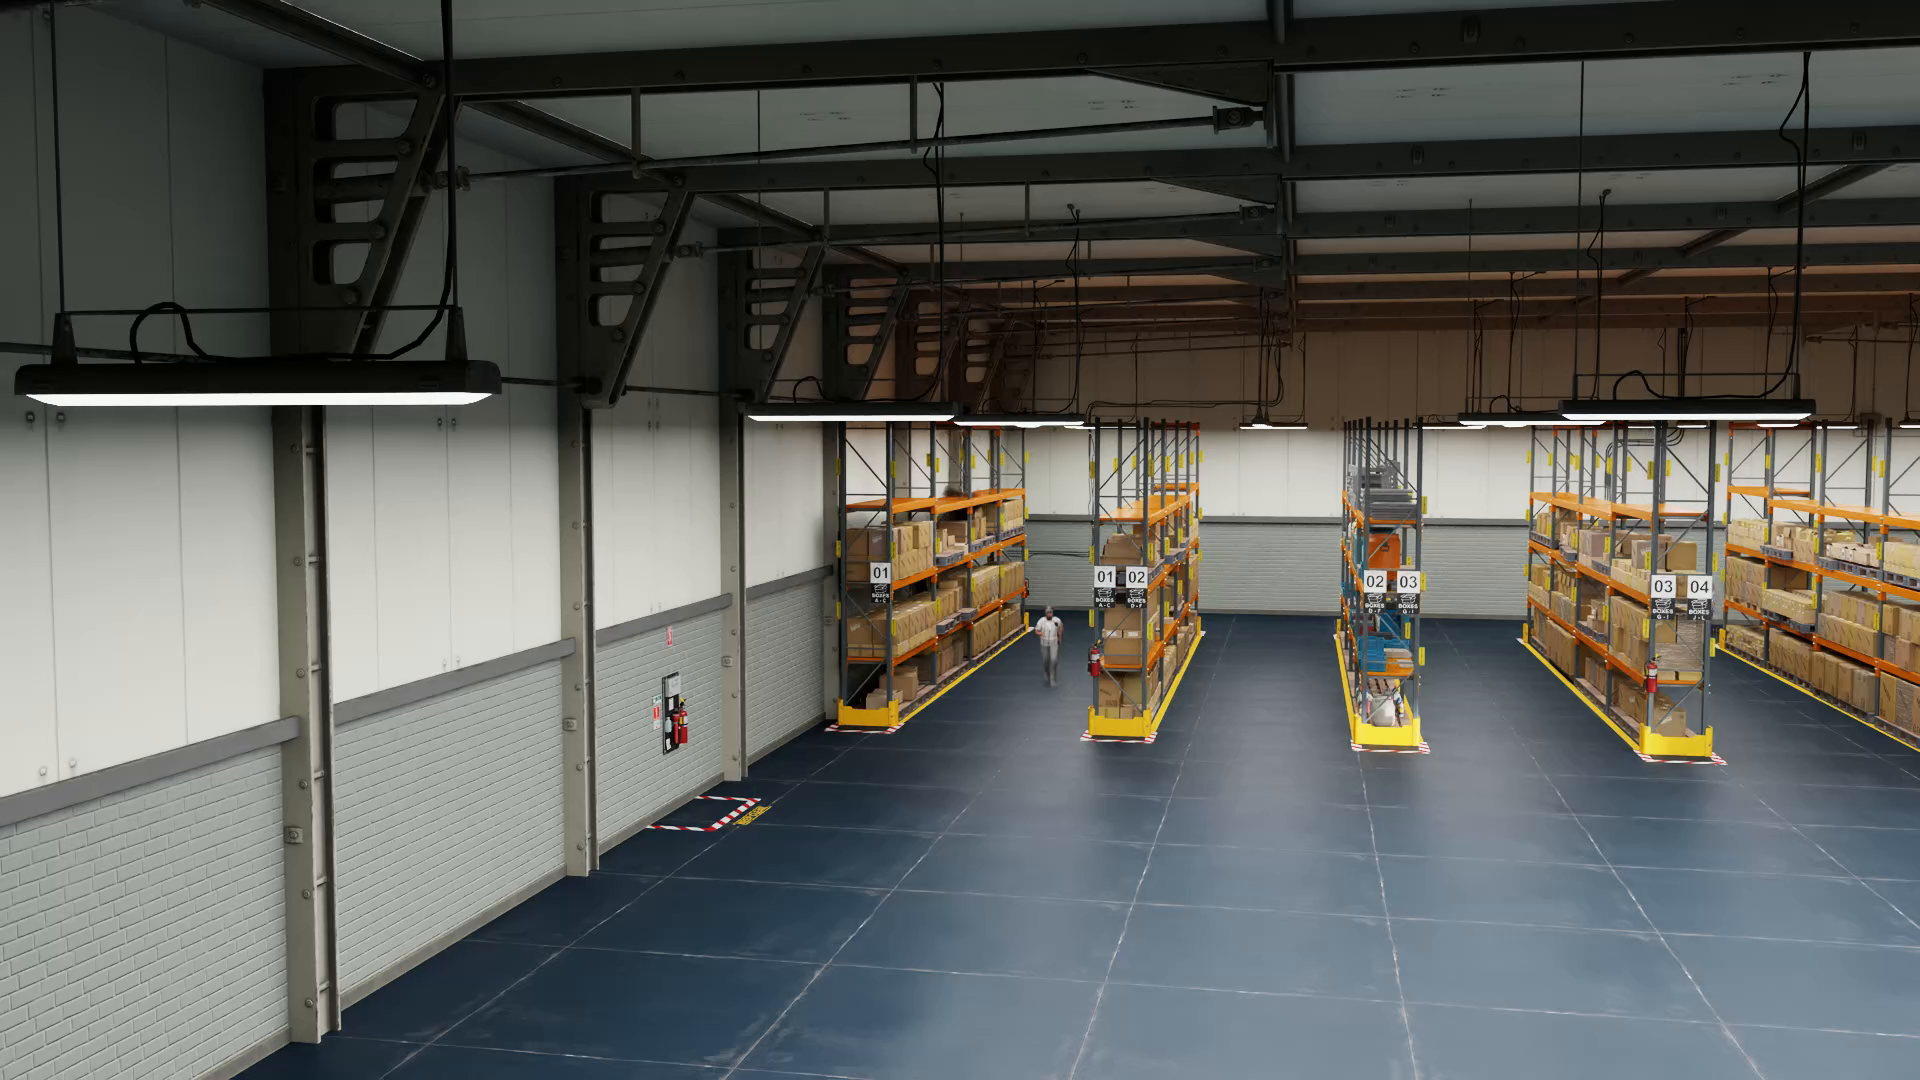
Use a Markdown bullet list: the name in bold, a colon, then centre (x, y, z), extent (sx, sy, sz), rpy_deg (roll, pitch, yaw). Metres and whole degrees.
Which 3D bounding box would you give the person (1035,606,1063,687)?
- **person**: centre (2.017, 2.388, 37.778), extent (0.608, 1.807, 0.909), rpy_deg (1, 4, 8)
